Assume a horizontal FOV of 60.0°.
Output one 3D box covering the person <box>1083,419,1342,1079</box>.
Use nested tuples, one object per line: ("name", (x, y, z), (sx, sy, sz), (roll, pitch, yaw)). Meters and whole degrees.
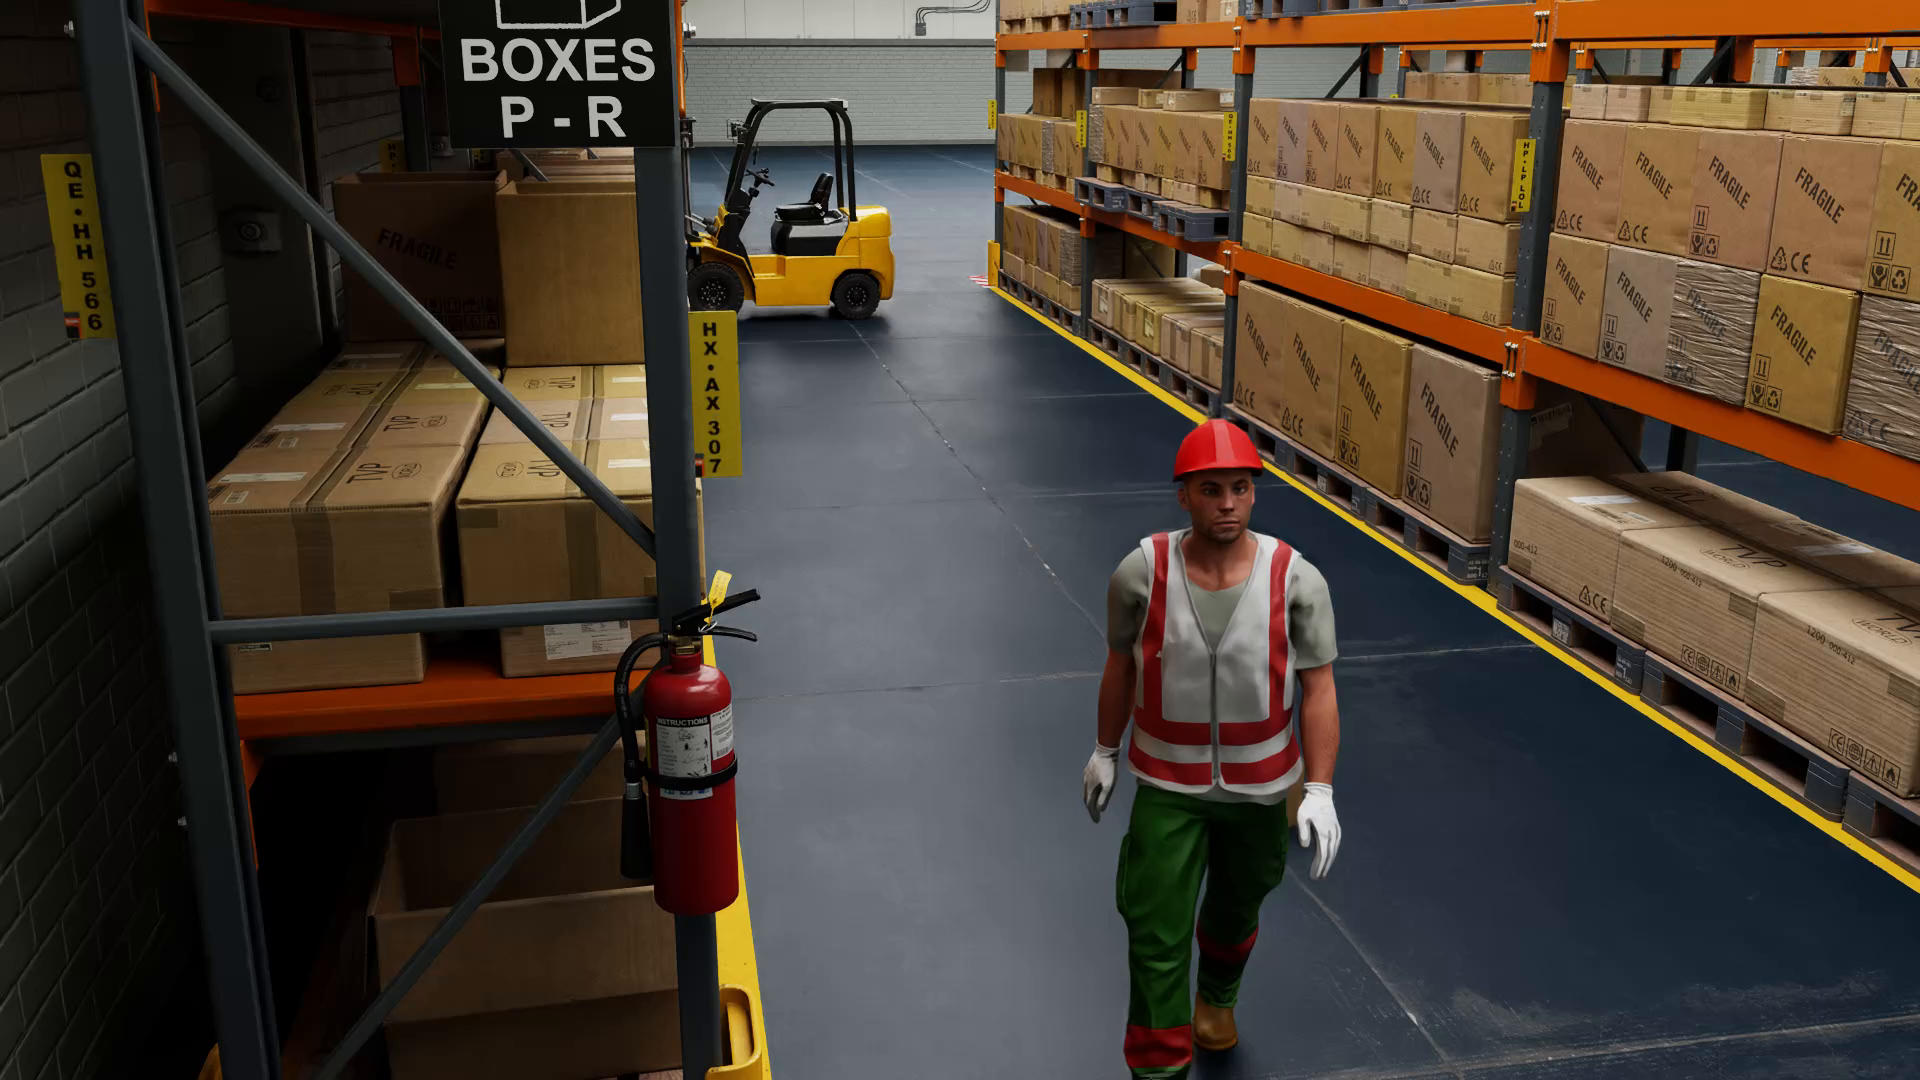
("person", (0.586, 0.591, 3.891), (0.588, 1.727, 1.036), (1, 16, 3))
